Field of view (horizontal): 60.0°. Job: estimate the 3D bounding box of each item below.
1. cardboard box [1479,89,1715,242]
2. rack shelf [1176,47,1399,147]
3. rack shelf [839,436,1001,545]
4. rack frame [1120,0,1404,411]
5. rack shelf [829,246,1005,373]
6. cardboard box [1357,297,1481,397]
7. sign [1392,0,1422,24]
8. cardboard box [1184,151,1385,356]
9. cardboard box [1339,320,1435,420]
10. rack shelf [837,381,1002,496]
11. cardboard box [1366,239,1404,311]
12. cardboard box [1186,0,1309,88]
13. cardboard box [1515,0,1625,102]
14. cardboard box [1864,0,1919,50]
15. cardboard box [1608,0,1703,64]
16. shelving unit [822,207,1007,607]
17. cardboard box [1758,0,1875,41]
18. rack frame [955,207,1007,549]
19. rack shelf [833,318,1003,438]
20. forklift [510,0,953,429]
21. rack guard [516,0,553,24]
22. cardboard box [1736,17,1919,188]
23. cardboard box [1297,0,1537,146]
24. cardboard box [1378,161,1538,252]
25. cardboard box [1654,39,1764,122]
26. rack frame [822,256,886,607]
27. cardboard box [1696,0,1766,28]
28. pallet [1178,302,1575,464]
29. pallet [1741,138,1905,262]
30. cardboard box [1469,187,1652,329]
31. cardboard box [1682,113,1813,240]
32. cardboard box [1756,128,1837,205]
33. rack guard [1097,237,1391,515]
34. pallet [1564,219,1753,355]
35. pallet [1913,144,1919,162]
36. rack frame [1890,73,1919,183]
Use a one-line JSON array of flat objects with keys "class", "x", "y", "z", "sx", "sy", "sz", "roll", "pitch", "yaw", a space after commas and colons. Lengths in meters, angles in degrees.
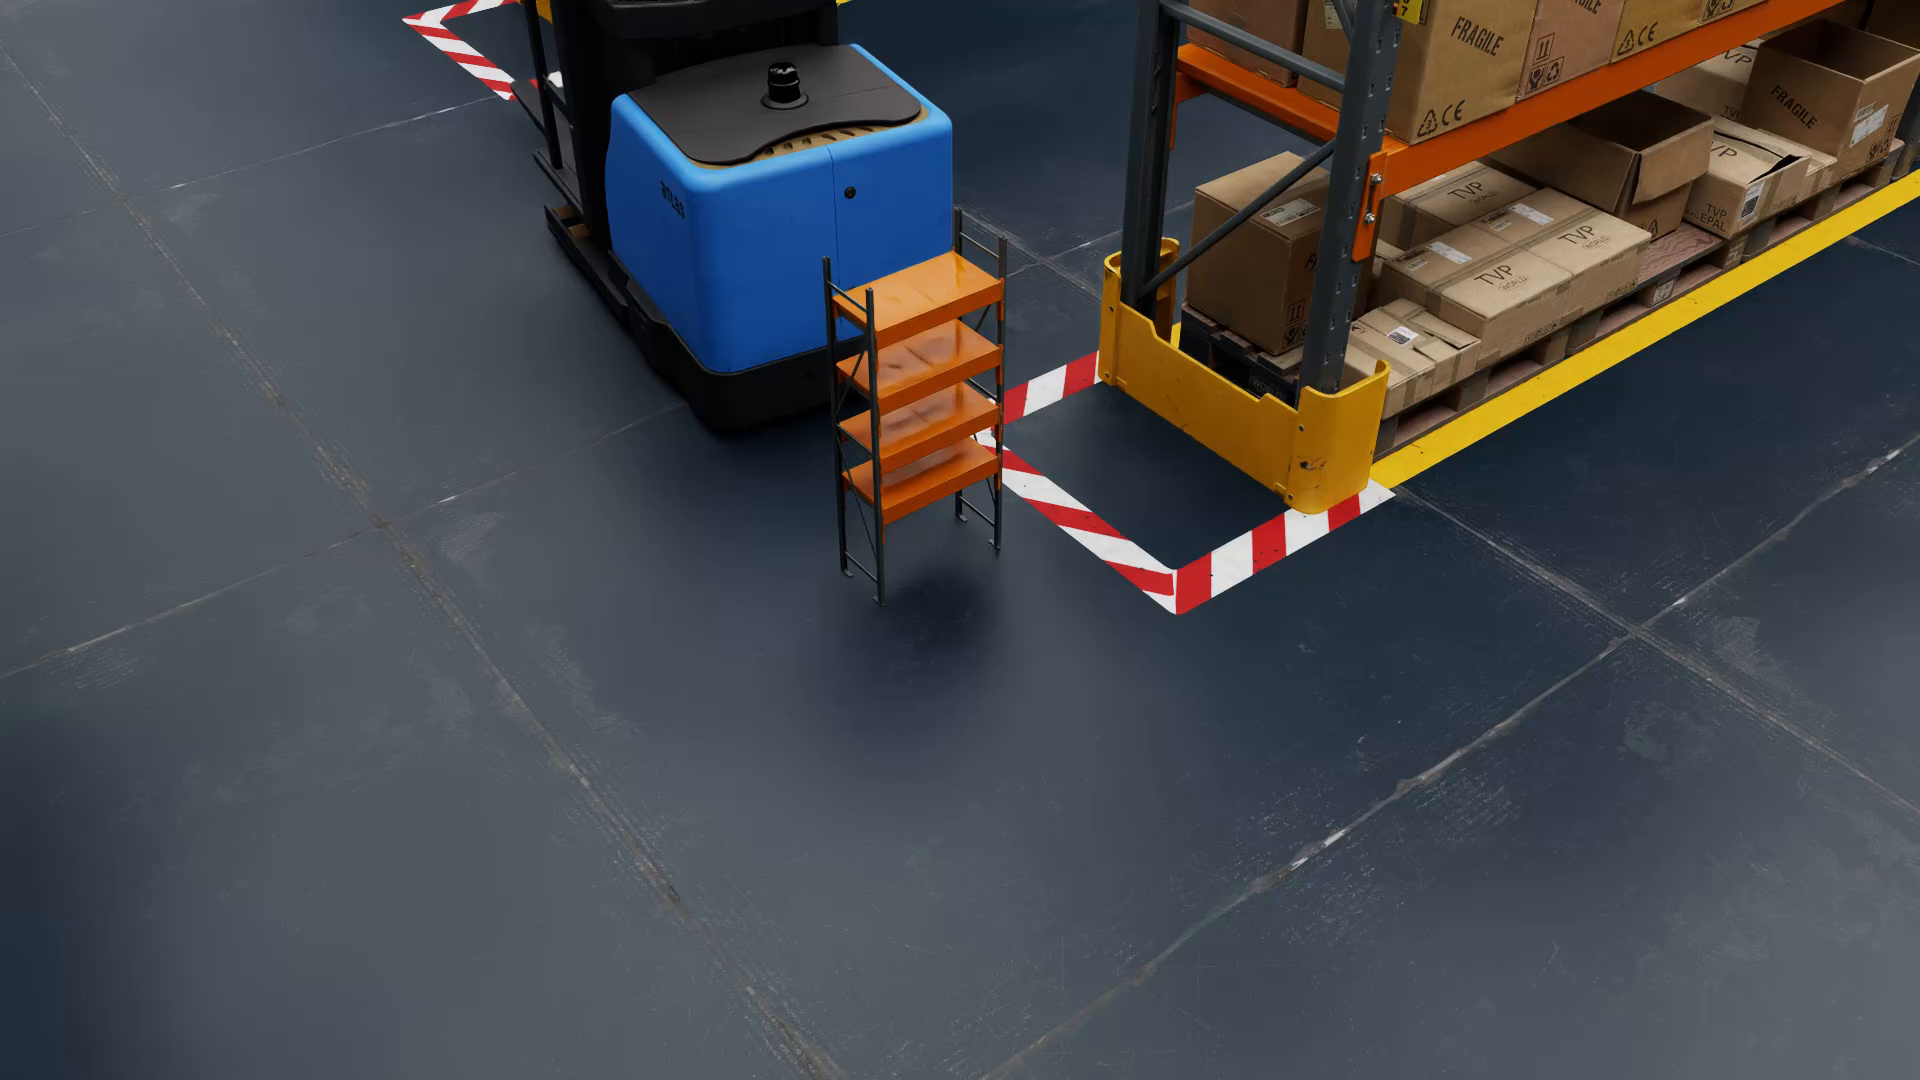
[{"class": "cardboard box", "x": 2.632, "y": -1.585, "z": 6.939, "sx": 0.637, "sy": 0.503, "sz": 0.797, "roll": -26, "pitch": 46, "yaw": -28}, {"class": "rack shelf", "x": 2.533, "y": -2.134, "z": 6.399, "sx": 3.809, "sy": 0.124, "sz": 0.919, "roll": -26, "pitch": 46, "yaw": -28}, {"class": "rack shelf", "x": -0.131, "y": -0.194, "z": 5.460, "sx": 0.480, "sy": 0.148, "sz": 0.258, "roll": -26, "pitch": 46, "yaw": -28}, {"class": "rack frame", "x": 0.947, "y": -1.563, "z": 5.290, "sx": 0.127, "sy": 3.000, "sz": 1.000, "roll": -26, "pitch": 46, "yaw": -28}, {"class": "rack shelf", "x": -0.131, "y": -0.704, "z": 5.042, "sx": 0.480, "sy": 0.148, "sz": 0.258, "roll": -26, "pitch": 46, "yaw": -28}, {"class": "cardboard box", "x": 1.687, "y": -0.724, "z": 6.154, "sx": 0.250, "sy": 0.166, "sz": 0.380, "roll": -26, "pitch": 46, "yaw": -28}, {"class": "sign", "x": 1.278, "y": -1.625, "z": 4.683, "sx": 0.005, "sy": 0.325, "sz": 0.100, "roll": -26, "pitch": 46, "yaw": -28}, {"class": "cardboard box", "x": 1.228, "y": -1.101, "z": 6.351, "sx": 0.500, "sy": 0.500, "sz": 0.500, "roll": -26, "pitch": 46, "yaw": -28}, {"class": "cardboard box", "x": 1.489, "y": -0.620, "z": 6.042, "sx": 0.250, "sy": 0.149, "sz": 0.380, "roll": -26, "pitch": 46, "yaw": -28}, {"class": "rack shelf", "x": -0.131, "y": -0.348, "z": 5.334, "sx": 0.480, "sy": 0.148, "sz": 0.258, "roll": -26, "pitch": 46, "yaw": -28}, {"class": "cardboard box", "x": 1.604, "y": -1.083, "z": 6.592, "sx": 0.250, "sy": 0.166, "sz": 0.380, "roll": -26, "pitch": 46, "yaw": -28}, {"class": "cardboard box", "x": 1.136, "y": -1.912, "z": 5.637, "sx": 0.500, "sy": 0.500, "sz": 0.500, "roll": -25, "pitch": 45, "yaw": -27}, {"class": "cardboard box", "x": 1.865, "y": -1.843, "z": 5.553, "sx": 0.500, "sy": 0.500, "sz": 0.500, "roll": -26, "pitch": 46, "yaw": -28}, {"class": "cardboard box", "x": 4.651, "y": -2.377, "z": 7.907, "sx": 0.500, "sy": 0.500, "sz": 0.500, "roll": -28, "pitch": 47, "yaw": -30}, {"class": "cardboard box", "x": 2.265, "y": -2.035, "z": 5.787, "sx": 0.500, "sy": 0.500, "sz": 0.500, "roll": -26, "pitch": 46, "yaw": -28}, {"class": "shelving unit", "x": -0.131, "y": -0.400, "z": 5.291, "sx": 0.503, "sy": 1.200, "sz": 0.258, "roll": -26, "pitch": 46, "yaw": -28}, {"class": "cardboard box", "x": 4.335, "y": -2.648, "z": 8.236, "sx": 0.500, "sy": 0.500, "sz": 0.500, "roll": -26, "pitch": 46, "yaw": -28}, {"class": "rack frame", "x": 0.062, "y": -0.494, "z": 5.406, "sx": 0.015, "sy": 1.200, "sz": 0.240, "roll": -26, "pitch": 46, "yaw": -28}, {"class": "rack shelf", "x": -0.131, "y": -0.521, "z": 5.192, "sx": 0.480, "sy": 0.148, "sz": 0.258, "roll": -26, "pitch": 46, "yaw": -28}, {"class": "forklift", "x": -1.166, "y": -2.461, "z": 6.440, "sx": 1.130, "sy": 2.935, "sz": 3.031, "roll": -19, "pitch": 43, "yaw": -22}, {"class": "rack guard", "x": -2.079, "y": -3.073, "z": 9.102, "sx": 0.348, "sy": 0.500, "sz": 1.175, "roll": -26, "pitch": 46, "yaw": -28}, {"class": "cardboard box", "x": 3.840, "y": -1.950, "z": 7.386, "sx": 0.500, "sy": 0.500, "sz": 0.500, "roll": -26, "pitch": 46, "yaw": -28}, {"class": "cardboard box", "x": 1.460, "y": -1.641, "z": 5.306, "sx": 0.500, "sy": 0.500, "sz": 0.500, "roll": -25, "pitch": 46, "yaw": -27}, {"class": "cardboard box", "x": 2.000, "y": -1.356, "z": 6.859, "sx": 0.500, "sy": 0.250, "sz": 0.500, "roll": -26, "pitch": 46, "yaw": -28}, {"class": "cardboard box", "x": 3.654, "y": -2.186, "z": 7.823, "sx": 0.500, "sy": 0.311, "sz": 0.500, "roll": -26, "pitch": 46, "yaw": -28}, {"class": "rack frame", "x": -0.325, "y": -0.306, "z": 5.177, "sx": 0.015, "sy": 1.200, "sz": 0.240, "roll": -26, "pitch": 46, "yaw": -28}, {"class": "cardboard box", "x": 2.663, "y": -2.228, "z": 6.022, "sx": 0.500, "sy": 0.500, "sz": 0.500, "roll": -25, "pitch": 46, "yaw": -28}, {"class": "pallet", "x": 1.639, "y": -0.823, "z": 6.587, "sx": 1.213, "sy": 0.211, "sz": 1.003, "roll": -26, "pitch": 46, "yaw": -28}, {"class": "pallet", "x": 3.574, "y": -1.766, "z": 7.736, "sx": 1.213, "sy": 0.211, "sz": 1.003, "roll": -26, "pitch": 46, "yaw": -28}, {"class": "cardboard box", "x": 2.344, "y": -1.124, "z": 6.576, "sx": 0.500, "sy": 0.250, "sz": 0.500, "roll": -26, "pitch": 46, "yaw": -28}, {"class": "cardboard box", "x": 3.245, "y": -1.587, "z": 7.093, "sx": 0.500, "sy": 0.311, "sz": 0.500, "roll": -26, "pitch": 46, "yaw": -28}, {"class": "cardboard box", "x": 3.579, "y": -1.639, "z": 7.284, "sx": 0.250, "sy": 0.149, "sz": 0.380, "roll": -26, "pitch": 46, "yaw": -28}, {"class": "rack guard", "x": 1.007, "y": -0.626, "z": 6.119, "sx": 0.348, "sy": 0.500, "sz": 1.175, "roll": -26, "pitch": 46, "yaw": -28}, {"class": "pallet", "x": 2.606, "y": -1.292, "z": 7.159, "sx": 1.213, "sy": 0.211, "sz": 1.003, "roll": -26, "pitch": 46, "yaw": -28}, {"class": "pallet", "x": 4.741, "y": -2.364, "z": 8.466, "sx": 1.213, "sy": 0.211, "sz": 1.003, "roll": -26, "pitch": 46, "yaw": -28}, {"class": "rack frame", "x": 4.119, "y": -3.109, "z": 7.175, "sx": 0.127, "sy": 3.000, "sz": 1.000, "roll": -26, "pitch": 46, "yaw": -28}]
